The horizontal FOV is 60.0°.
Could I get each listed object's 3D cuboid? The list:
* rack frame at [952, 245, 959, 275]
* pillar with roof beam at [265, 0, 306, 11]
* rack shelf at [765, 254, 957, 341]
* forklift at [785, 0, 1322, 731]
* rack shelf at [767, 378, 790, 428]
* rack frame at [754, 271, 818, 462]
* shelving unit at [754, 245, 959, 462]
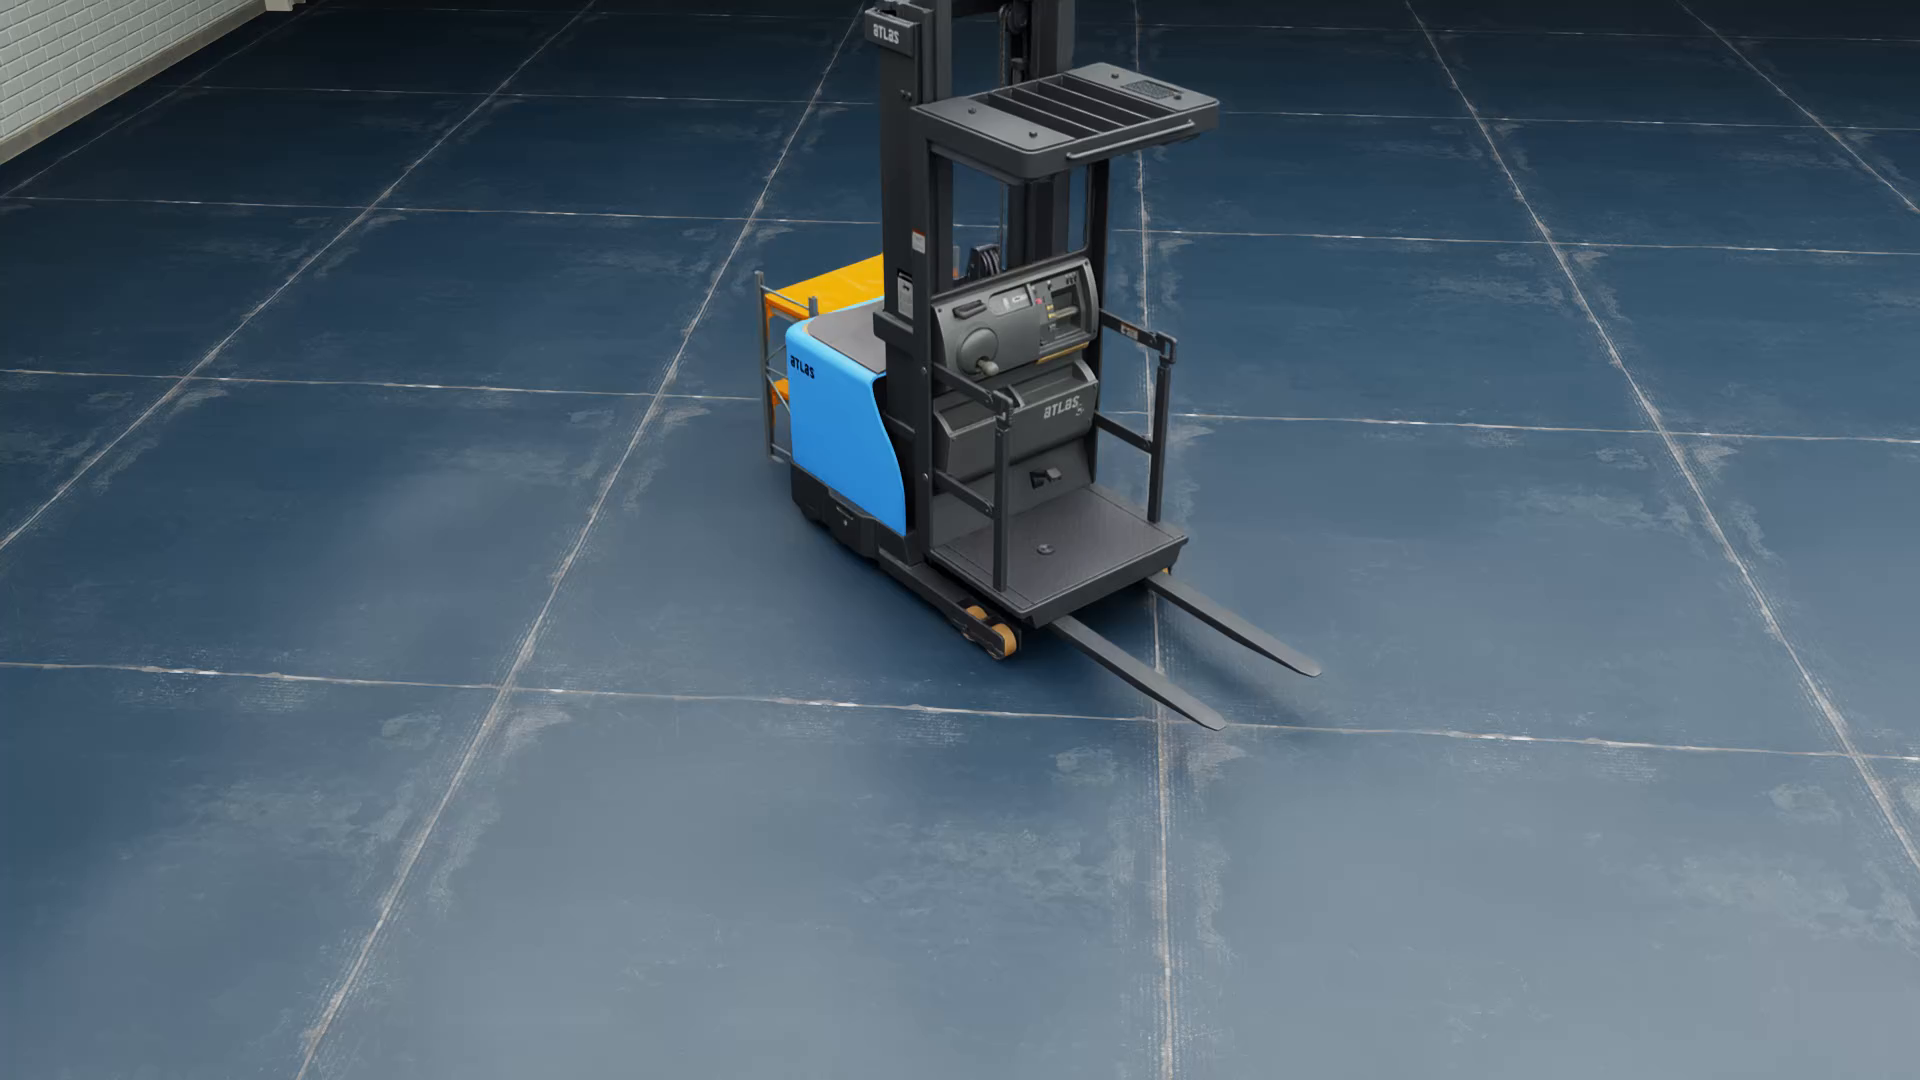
[{"bbox_3d":[-0.190,-1.242,9.693,0.032,1.125,0.500,-27,40,-36],"label":"rack frame"},{"bbox_3d":[-3.125,-9.511,15.606,9.100,9.000,0.400,2,32,4],"label":"pillar with roof beam"},{"bbox_3d":[-0.557,-1.306,9.240,1.000,0.278,0.538,-27,40,-36],"label":"rack shelf"},{"bbox_3d":[0.404,-0.982,7.551,1.130,2.935,3.031,-23,38,-32],"label":"forklift"},{"bbox_3d":[-0.557,-0.849,9.522,1.000,0.278,0.538,-27,40,-36],"label":"rack shelf"},{"bbox_3d":[-0.925,-0.873,9.094,0.032,1.125,0.500,-27,40,-36],"label":"rack frame"},{"bbox_3d":[-0.557,-1.057,9.393,1.048,1.125,0.538,-27,40,-36],"label":"shelving unit"}]
